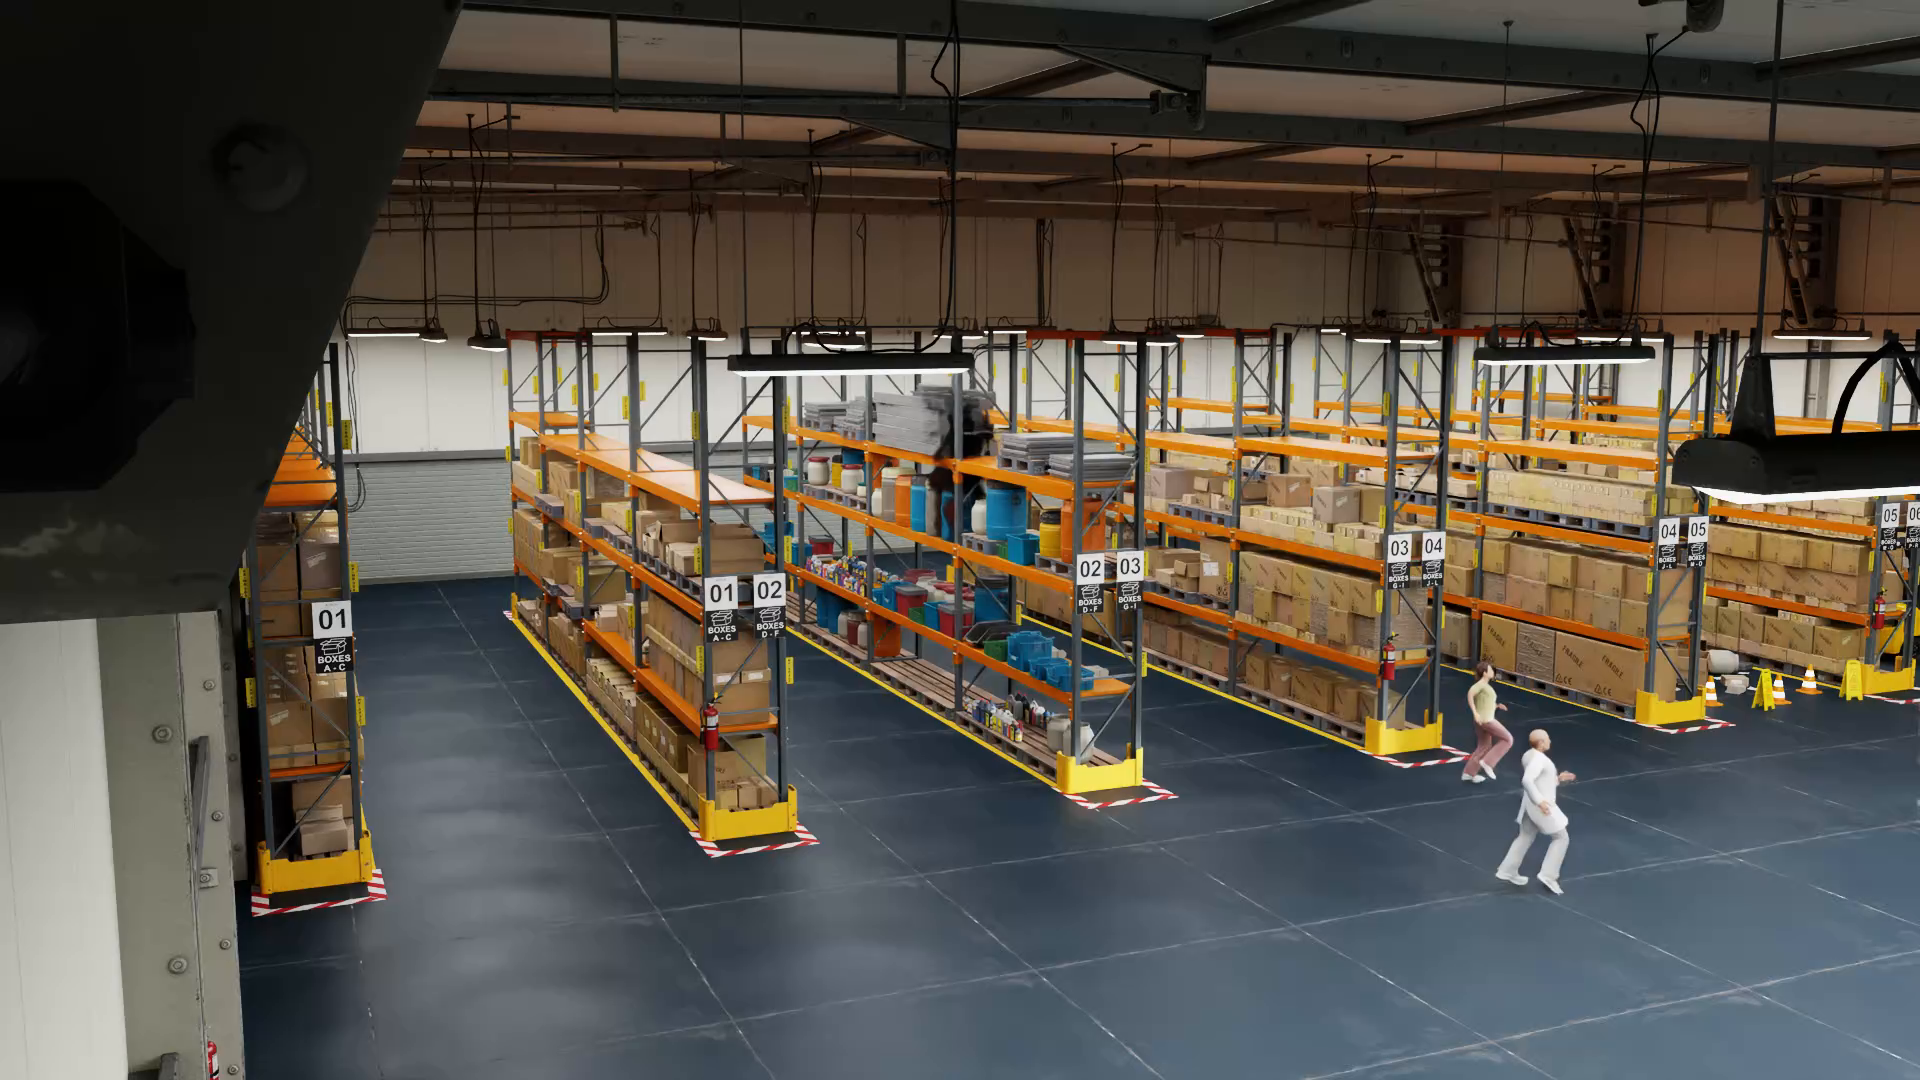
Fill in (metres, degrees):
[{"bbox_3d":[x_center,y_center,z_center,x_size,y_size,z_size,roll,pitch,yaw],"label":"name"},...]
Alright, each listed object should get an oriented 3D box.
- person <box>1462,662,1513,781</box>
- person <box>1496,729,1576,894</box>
[{"bbox_3d":[7.165,2.458,22.570,0.639,1.606,0.601,1,8,11],"label":"person"},{"bbox_3d":[6.342,2.986,18.255,0.828,1.846,0.669,-1,8,-5],"label":"person"}]
